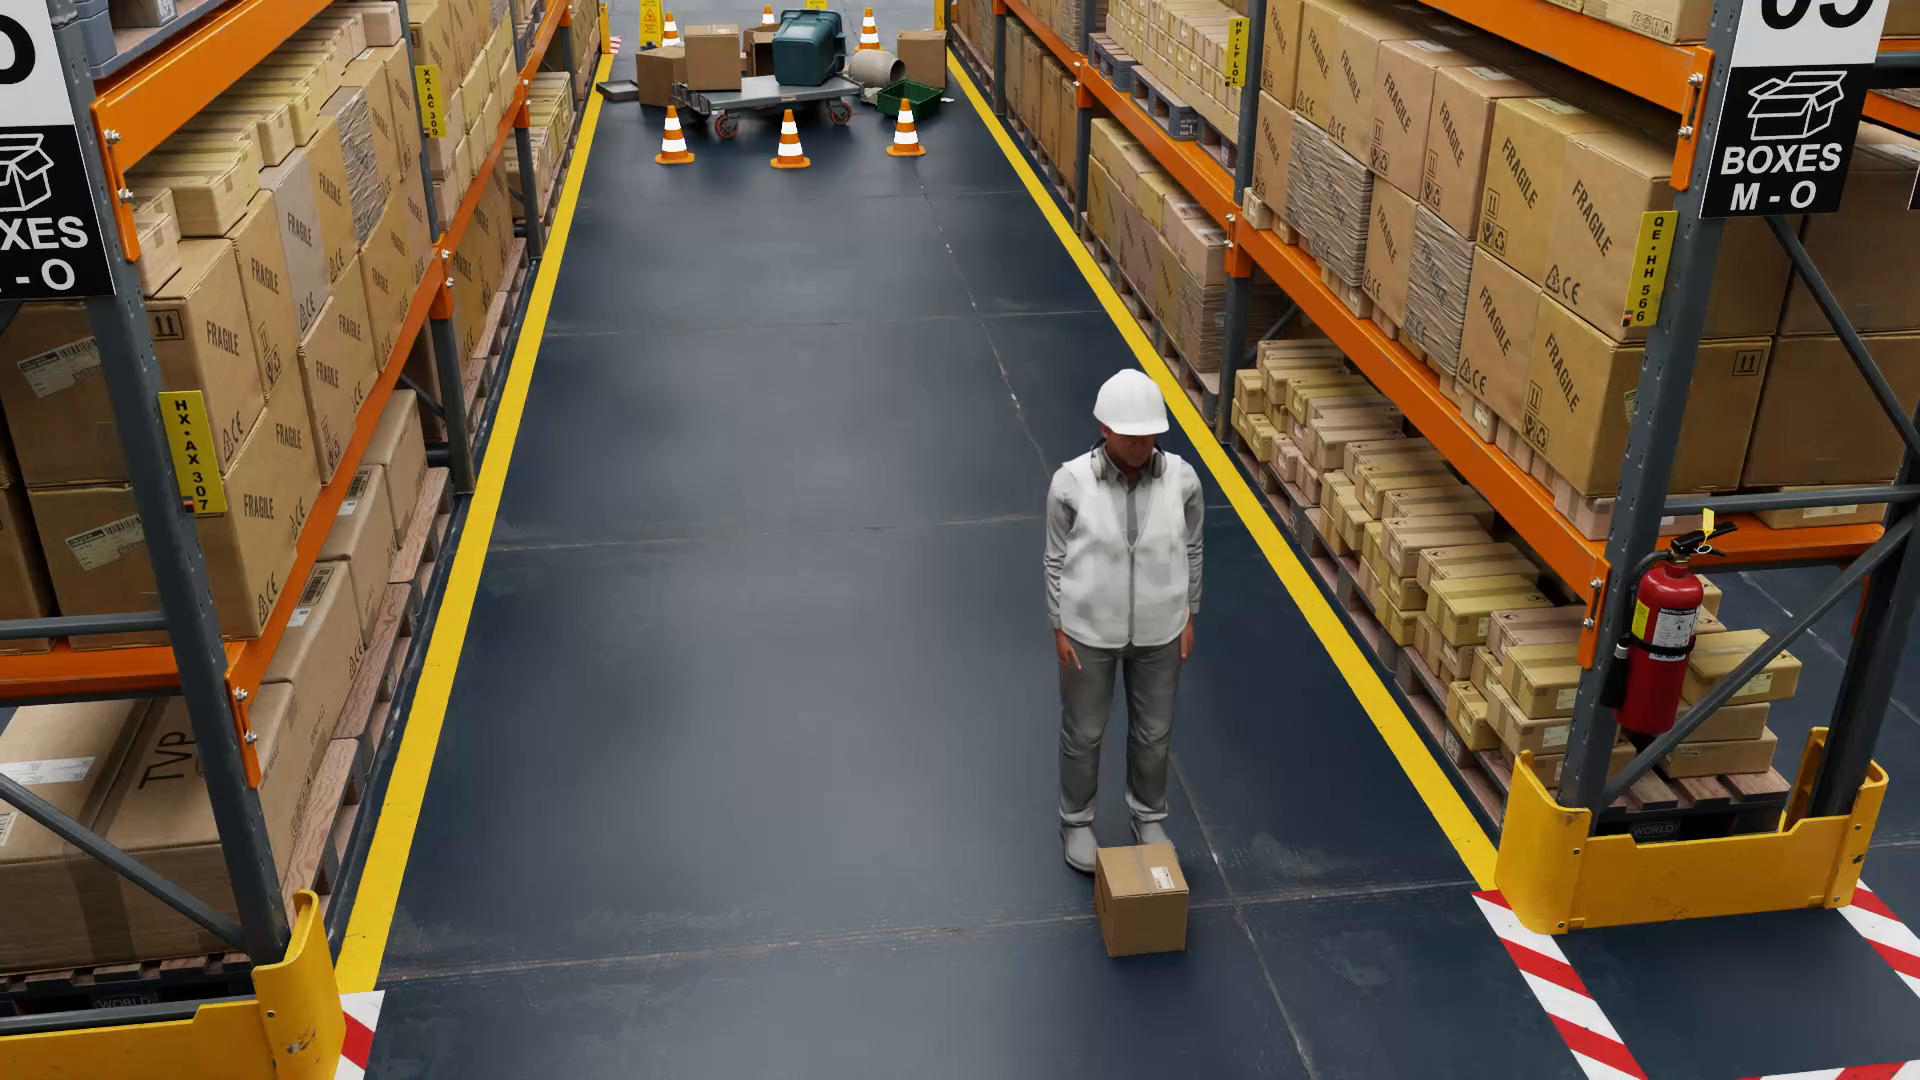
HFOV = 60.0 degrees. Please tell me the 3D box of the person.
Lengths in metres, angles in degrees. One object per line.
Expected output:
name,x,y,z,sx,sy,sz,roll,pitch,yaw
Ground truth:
person,0.542,0.288,5.519,0.531,1.774,0.373,-3,27,-6
